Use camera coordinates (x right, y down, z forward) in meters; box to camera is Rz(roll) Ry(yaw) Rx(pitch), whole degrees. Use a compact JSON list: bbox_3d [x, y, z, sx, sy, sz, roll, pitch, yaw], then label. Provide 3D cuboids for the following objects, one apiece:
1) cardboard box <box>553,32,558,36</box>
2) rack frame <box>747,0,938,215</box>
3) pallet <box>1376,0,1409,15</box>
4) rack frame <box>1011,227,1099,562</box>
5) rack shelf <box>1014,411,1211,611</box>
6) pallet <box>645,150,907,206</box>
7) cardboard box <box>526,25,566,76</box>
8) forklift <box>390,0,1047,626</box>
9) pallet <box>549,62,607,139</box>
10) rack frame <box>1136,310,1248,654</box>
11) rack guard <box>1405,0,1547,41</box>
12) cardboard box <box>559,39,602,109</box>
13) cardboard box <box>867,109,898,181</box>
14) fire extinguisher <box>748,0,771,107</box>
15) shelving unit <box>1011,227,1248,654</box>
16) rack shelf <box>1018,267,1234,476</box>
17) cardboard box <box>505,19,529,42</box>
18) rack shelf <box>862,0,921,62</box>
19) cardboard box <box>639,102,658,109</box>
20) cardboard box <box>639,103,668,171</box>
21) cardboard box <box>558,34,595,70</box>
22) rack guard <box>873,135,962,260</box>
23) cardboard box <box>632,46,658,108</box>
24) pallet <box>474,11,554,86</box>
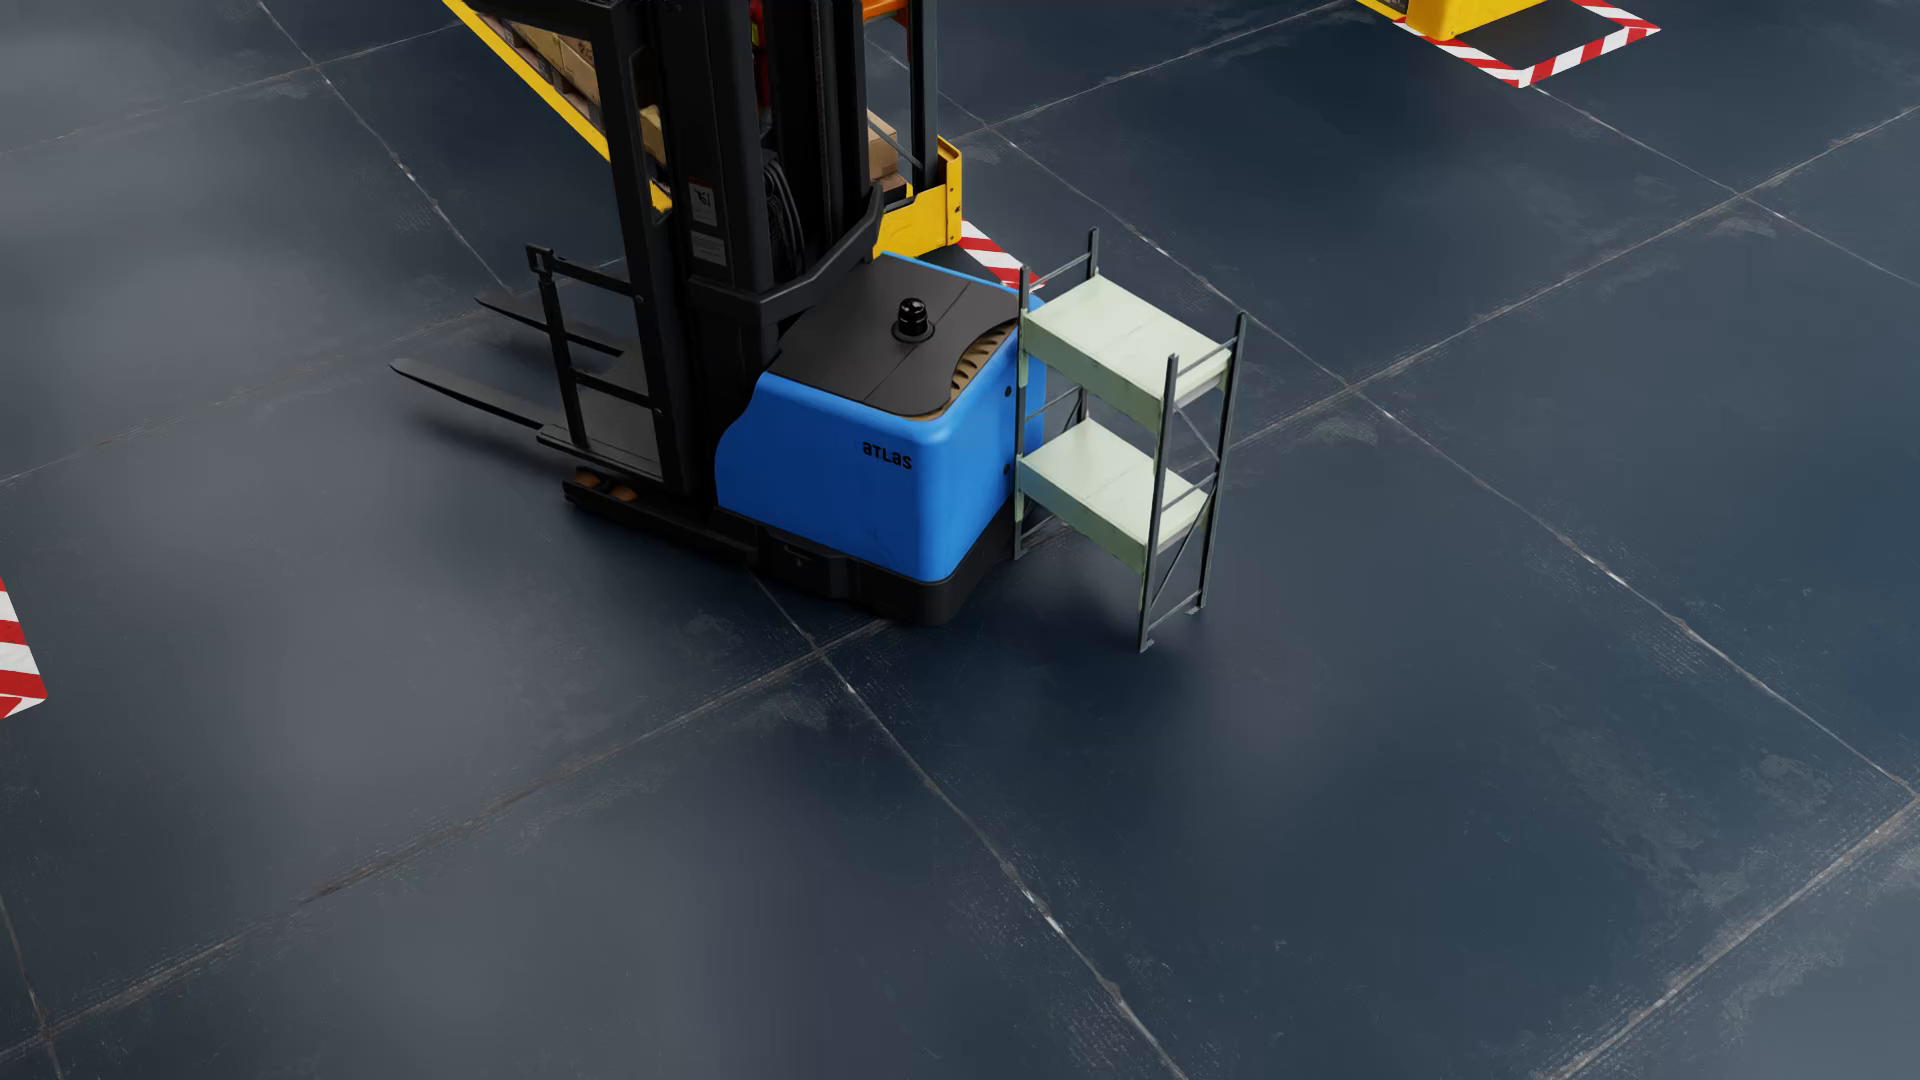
[{"bbox_3d":[-2.265,-3.326,9.697,0.500,0.500,0.500,-26,49,-24],"label":"cardboard box"},{"bbox_3d":[-0.557,-2.585,7.777,1.000,3.000,0.127,-26,49,-24],"label":"rack frame"},{"bbox_3d":[2.965,-4.018,11.297,1.003,0.211,1.213,-26,49,-24],"label":"pallet"},{"bbox_3d":[0.373,-0.549,6.730,0.400,1.500,0.023,-33,52,-29],"label":"rack frame"},{"bbox_3d":[0.622,-0.128,6.761,0.431,0.370,0.720,-33,52,-29],"label":"rack shelf"},{"bbox_3d":[-1.029,-1.993,9.176,1.003,0.211,1.213,-26,49,-24],"label":"pallet"},{"bbox_3d":[-2.265,-3.055,9.956,0.500,0.250,0.500,-26,49,-24],"label":"cardboard box"},{"bbox_3d":[-1.173,-1.437,6.623,3.031,2.935,1.130,20,47,20],"label":"forklift"},{"bbox_3d":[-1.723,-2.683,9.899,1.003,0.211,1.213,-26,49,-24],"label":"pallet"},{"bbox_3d":[0.871,-0.178,6.342,0.400,1.500,0.023,-33,52,-29],"label":"rack frame"},{"bbox_3d":[3.426,-3.660,10.713,1.175,0.500,0.348,-26,49,-24],"label":"rack guard"},{"bbox_3d":[-1.974,-2.774,9.662,0.500,0.250,0.500,-26,49,-24],"label":"cardboard box"},{"bbox_3d":[-0.682,-2.134,8.991,0.500,0.250,0.500,-26,49,-24],"label":"cardboard box"},{"bbox_3d":[-0.871,-2.307,7.541,0.296,0.674,0.183,-26,49,-24],"label":"fire extinguisher"},{"bbox_3d":[0.622,-0.364,6.536,0.431,1.500,0.755,-33,52,-29],"label":"shelving unit"},{"bbox_3d":[0.622,-0.646,6.266,0.431,0.370,0.720,-33,52,-29],"label":"rack shelf"},{"bbox_3d":[-2.547,-3.340,10.255,0.500,0.250,0.500,-26,49,-24],"label":"cardboard box"},{"bbox_3d":[-1.701,-3.458,9.211,1.077,0.370,4.000,-26,49,-24],"label":"rack shelf"},{"bbox_3d":[-1.690,-2.490,9.364,0.500,0.250,0.500,-26,49,-24],"label":"cardboard box"},{"bbox_3d":[-1.402,-2.208,9.069,0.500,0.250,0.500,-26,49,-24],"label":"cardboard box"},{"bbox_3d":[-1.977,-3.044,9.401,0.500,0.500,0.500,-26,49,-24],"label":"cardboard box"},{"bbox_3d":[-0.543,-1.667,8.625,1.175,0.500,0.348,-26,49,-24],"label":"rack guard"},{"bbox_3d":[-1.692,-2.760,9.104,0.500,0.500,0.500,-26,49,-24],"label":"cardboard box"},{"bbox_3d":[-2.425,-3.375,10.623,1.003,0.211,1.213,-26,49,-24],"label":"pallet"}]
